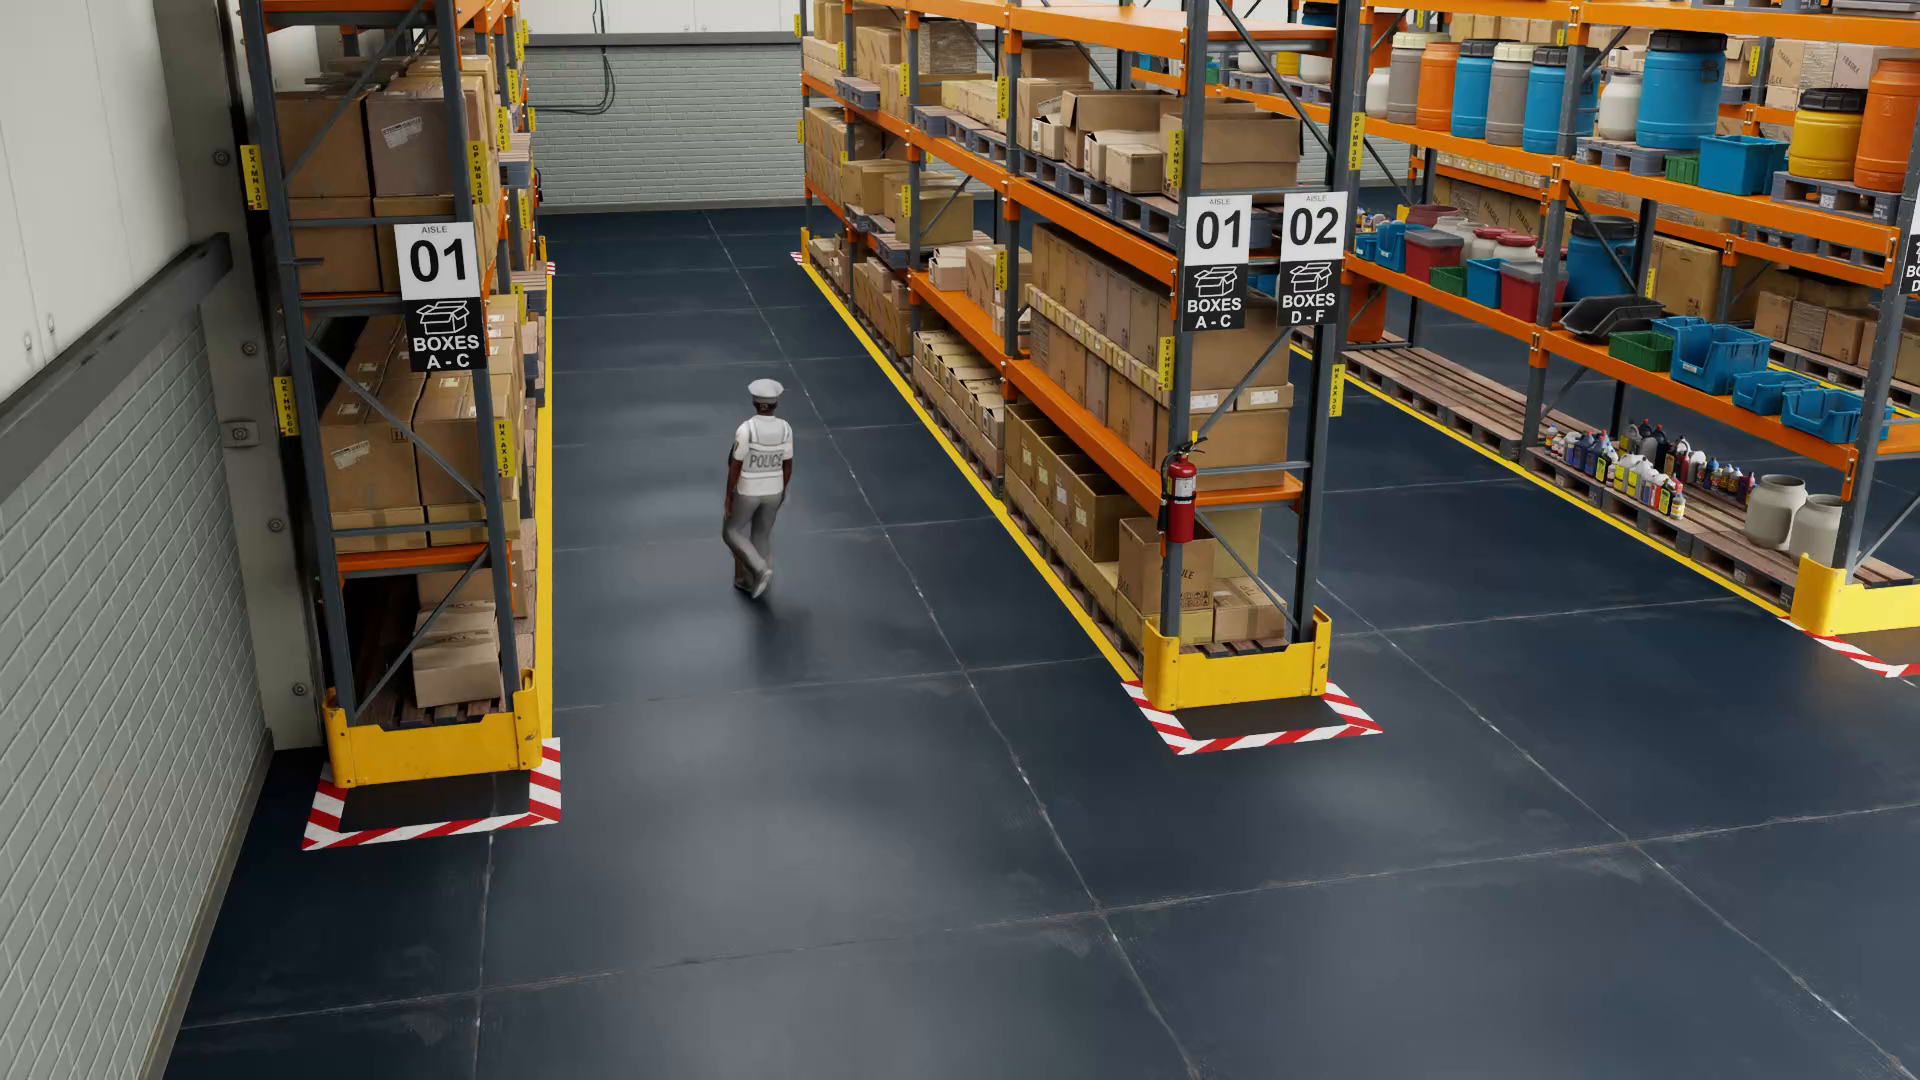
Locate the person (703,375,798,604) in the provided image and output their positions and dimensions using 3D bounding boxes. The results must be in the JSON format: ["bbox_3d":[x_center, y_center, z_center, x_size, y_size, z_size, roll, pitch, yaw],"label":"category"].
[{"bbox_3d":[-1.515,-0.334,11.941,0.736,1.682,0.384,-4,20,-12],"label":"person"}]
